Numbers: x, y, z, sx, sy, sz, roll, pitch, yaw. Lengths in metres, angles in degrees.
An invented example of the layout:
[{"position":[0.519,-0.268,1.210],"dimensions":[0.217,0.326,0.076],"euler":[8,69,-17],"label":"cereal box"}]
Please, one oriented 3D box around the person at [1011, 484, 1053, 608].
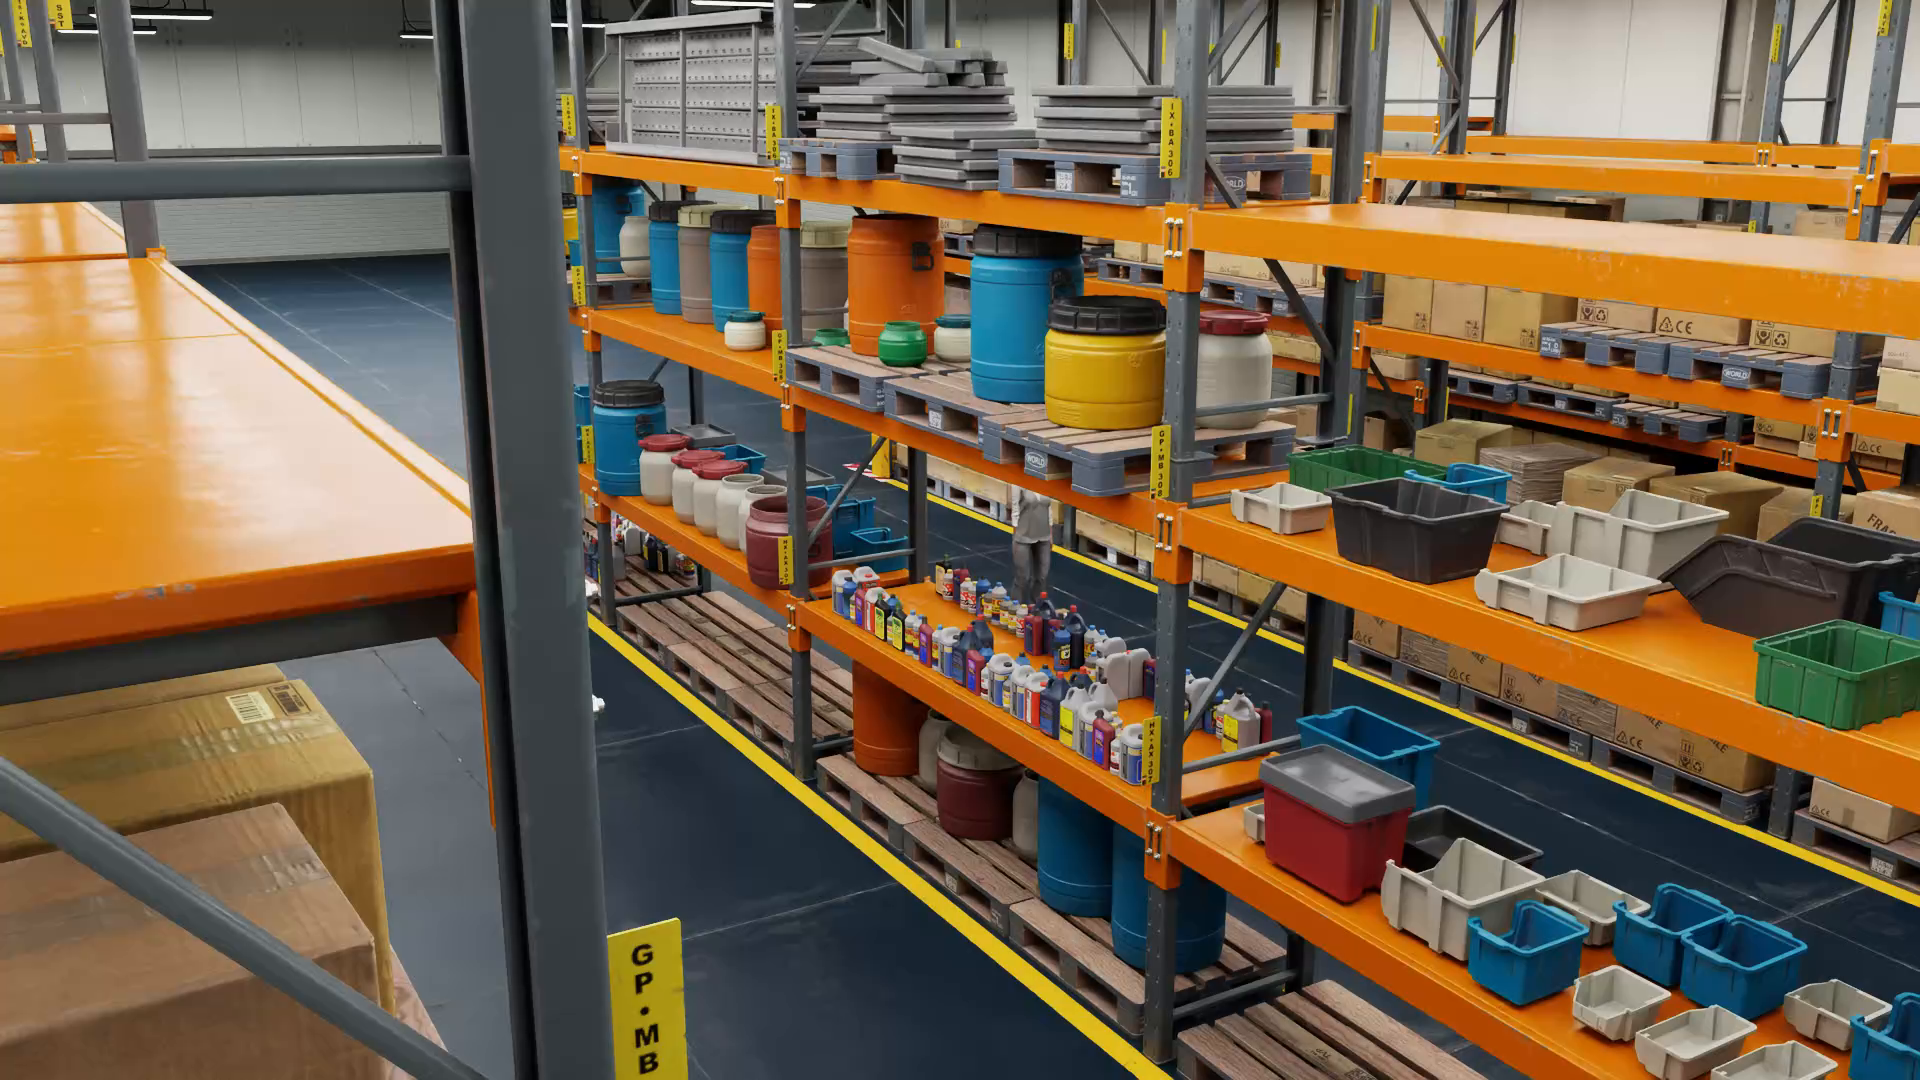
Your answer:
[{"position":[0.635,0.004,14.542],"dimensions":[0.406,1.598,0.310],"euler":[-8,17,-29],"label":"person"}]
